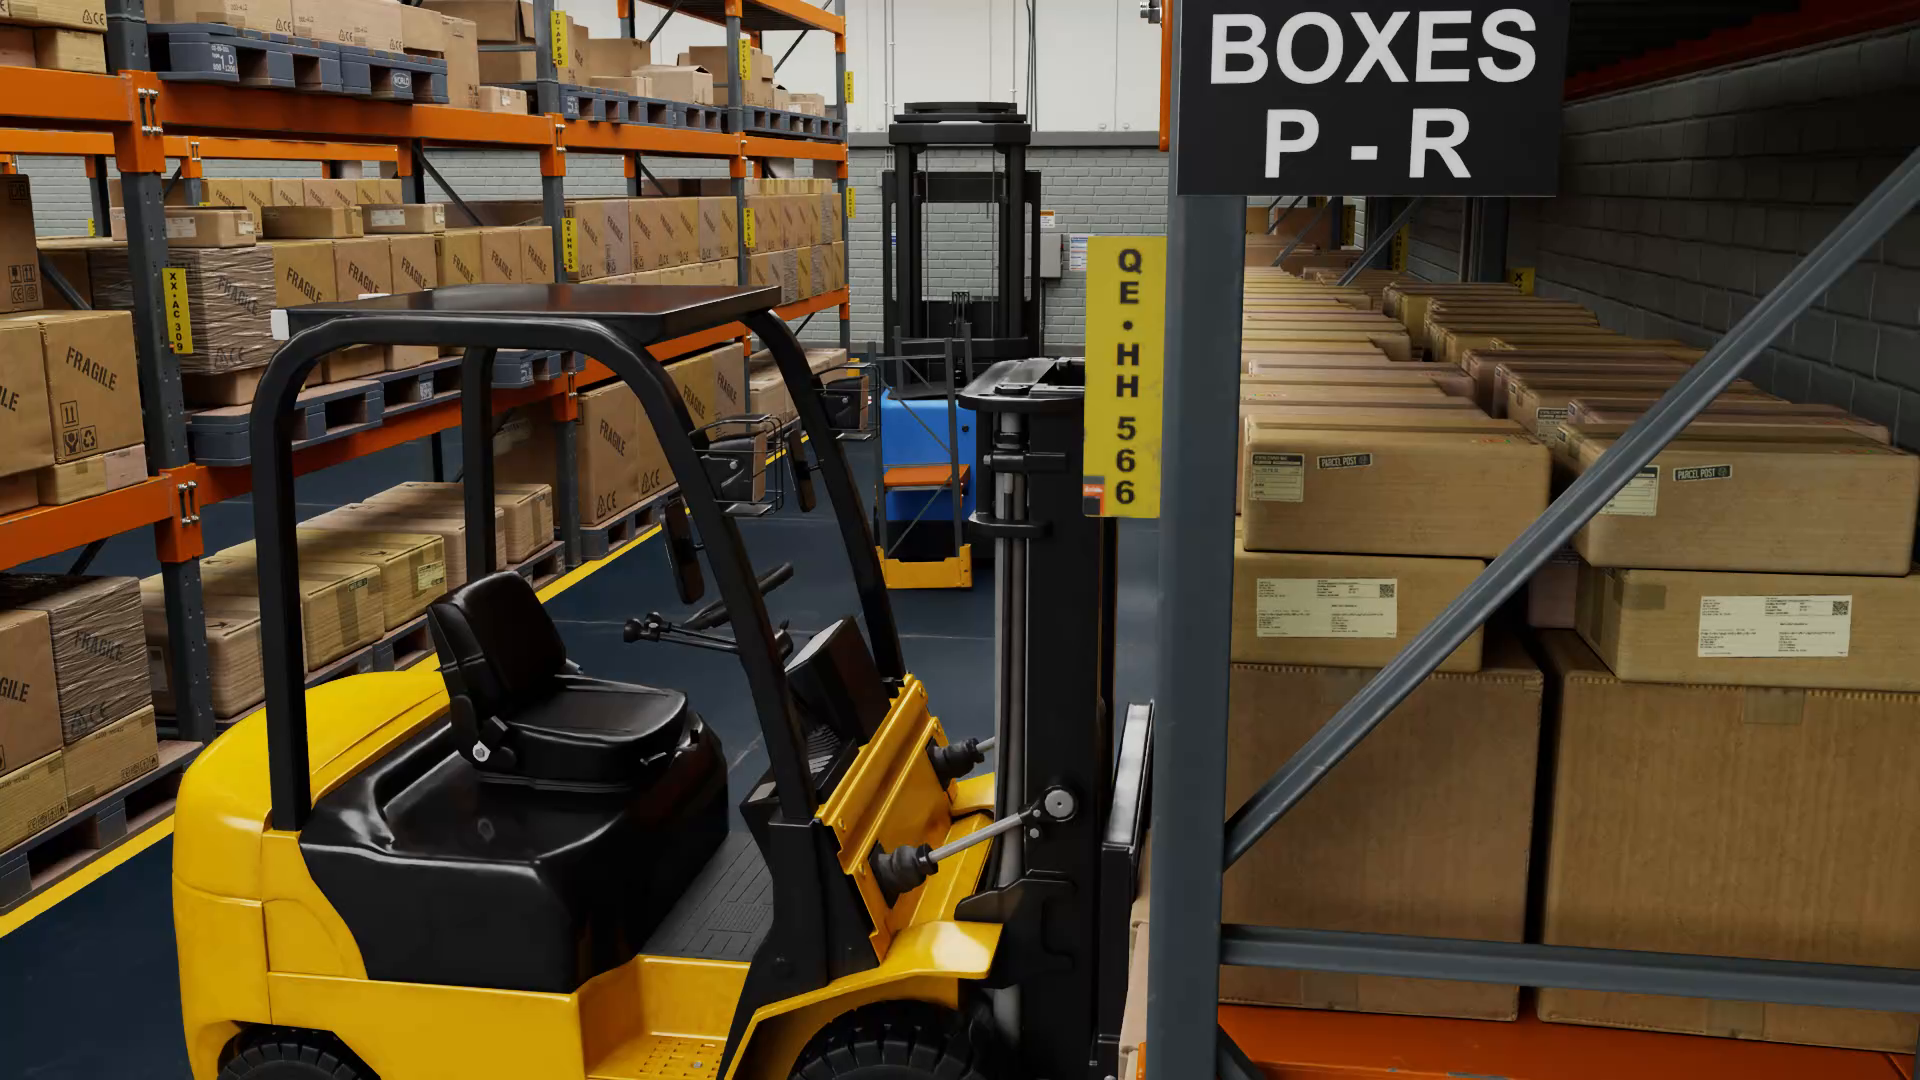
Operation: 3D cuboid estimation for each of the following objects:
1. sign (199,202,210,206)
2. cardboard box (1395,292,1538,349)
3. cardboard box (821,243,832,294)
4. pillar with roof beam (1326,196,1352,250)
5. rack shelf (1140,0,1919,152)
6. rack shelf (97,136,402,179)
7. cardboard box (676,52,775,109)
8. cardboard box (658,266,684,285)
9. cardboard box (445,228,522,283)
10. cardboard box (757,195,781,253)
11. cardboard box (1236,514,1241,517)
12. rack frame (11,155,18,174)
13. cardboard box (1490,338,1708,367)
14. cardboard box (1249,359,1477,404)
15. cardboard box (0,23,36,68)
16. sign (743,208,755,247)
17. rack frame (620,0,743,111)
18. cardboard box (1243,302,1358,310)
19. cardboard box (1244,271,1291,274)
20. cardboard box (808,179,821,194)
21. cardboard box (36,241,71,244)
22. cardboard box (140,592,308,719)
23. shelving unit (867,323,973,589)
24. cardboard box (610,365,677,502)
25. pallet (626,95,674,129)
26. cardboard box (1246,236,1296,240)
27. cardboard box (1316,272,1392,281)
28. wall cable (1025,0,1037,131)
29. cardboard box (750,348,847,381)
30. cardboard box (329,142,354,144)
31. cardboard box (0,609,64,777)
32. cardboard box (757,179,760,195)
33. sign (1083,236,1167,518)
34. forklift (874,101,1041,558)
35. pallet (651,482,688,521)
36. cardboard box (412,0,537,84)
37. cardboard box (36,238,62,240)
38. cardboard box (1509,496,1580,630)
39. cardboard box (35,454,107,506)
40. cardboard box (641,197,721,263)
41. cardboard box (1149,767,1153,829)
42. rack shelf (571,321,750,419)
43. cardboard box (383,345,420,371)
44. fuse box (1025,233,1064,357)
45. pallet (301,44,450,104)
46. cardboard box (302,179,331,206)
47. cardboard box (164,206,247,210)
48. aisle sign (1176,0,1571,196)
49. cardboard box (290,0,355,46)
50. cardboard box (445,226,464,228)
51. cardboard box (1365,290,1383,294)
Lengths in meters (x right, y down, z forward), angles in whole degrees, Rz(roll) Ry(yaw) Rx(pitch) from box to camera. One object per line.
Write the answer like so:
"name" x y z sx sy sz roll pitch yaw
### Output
"sign" -6.689 -2.830 14.757 0.100 0.325 0.005 2 12 9
"cardboard box" 1.486 -0.645 4.884 0.380 0.149 0.250 2 12 8
"cardboard box" -1.620 -2.811 17.177 0.500 0.500 0.500 2 12 7
"pillar with roof beam" 0.241 -6.419 19.917 9.100 9.000 0.400 2 12 9
"rack shelf" 1.036 -1.015 3.670 1.077 0.370 4.000 2 12 9
"rack shelf" -6.930 -3.812 16.651 1.077 0.370 4.000 2 12 9
"cardboard box" -2.155 -4.195 15.238 0.797 0.503 0.637 3 12 13
"cardboard box" -2.364 -1.894 12.331 0.500 0.250 0.500 2 12 10
"cardboard box" -2.810 -1.497 9.381 0.500 0.500 0.500 2 12 8
"cardboard box" -1.934 -2.876 15.107 0.500 0.500 0.500 2 12 8
"cardboard box" 0.515 0.015 2.528 0.380 0.149 0.250 2 12 10
"rack frame" -11.508 -3.296 19.666 1.000 3.000 0.127 2 12 9
"cardboard box" 1.298 -0.325 3.399 0.380 0.149 0.250 2 12 7
"cardboard box" 0.708 -0.234 2.975 0.380 0.149 0.250 2 12 9
"cardboard box" -3.434 -1.695 5.714 0.380 0.149 0.250 2 12 9
"sign" -1.793 -2.654 14.126 0.100 0.325 0.005 2 12 9
"rack frame" -2.331 -5.075 13.680 1.000 3.000 0.127 2 12 9
"cardboard box" 0.866 -0.555 4.467 0.380 0.149 0.250 2 12 8
"cardboard box" 1.565 -1.348 8.853 0.380 0.149 0.250 2 12 10
"cardboard box" -1.624 -3.587 16.867 0.380 0.149 0.250 2 12 10
"cardboard box" -7.308 -2.293 13.203 0.380 0.149 0.250 1 12 6
"cardboard box" -3.483 0.493 7.324 0.950 0.372 0.625 2 12 9
"shelving unit" -0.199 -0.555 10.443 0.587 1.500 1.083 -2 12 7
"cardboard box" -2.616 -0.803 12.144 0.875 0.875 0.875 2 12 9
"pallet" -2.730 -3.052 11.863 1.003 0.211 1.213 2 12 11
"cardboard box" 2.199 -2.035 12.581 0.700 0.500 0.500 2 12 9
"cardboard box" 2.079 -1.331 8.772 0.380 0.149 0.250 2 12 9
"wall cable" 2.370 -6.996 22.506 2.988 3.039 0.133 2 12 9
"cardboard box" -1.718 -1.787 17.749 0.875 0.438 0.875 1 12 7
"cardboard box" -6.592 -4.194 17.072 0.500 0.250 0.500 2 12 11
"cardboard box" -3.464 0.533 5.648 0.500 0.500 0.500 2 12 10
"cardboard box" -2.005 -3.162 14.897 0.380 0.149 0.250 2 12 8
"sign" 0.195 -0.186 1.927 0.100 0.325 0.005 2 12 9
"forklift" 0.018 -1.565 11.799 1.130 2.935 3.031 0 12 2
"pallet" -2.560 -0.361 12.668 1.003 0.211 1.213 2 12 9
"cardboard box" -3.037 -3.115 10.464 0.797 0.503 0.637 1 12 5
"cardboard box" -7.832 -2.476 14.050 0.380 0.149 0.250 2 12 9
"cardboard box" 1.012 0.034 2.436 0.380 0.149 0.250 2 12 9
"cardboard box" -3.341 -0.225 6.013 0.380 0.149 0.250 2 12 10
"cardboard box" -2.224 -2.471 13.226 0.500 0.500 0.500 2 12 10
"cardboard box" 0.717 0.743 4.082 0.500 0.250 0.500 2 12 8
"rack shelf" -2.638 -1.374 12.456 1.077 0.370 4.000 2 12 9
"cardboard box" -2.936 -0.934 8.308 0.380 0.149 0.250 2 12 11
"fuse box" 1.182 -3.421 23.305 0.539 1.711 0.414 2 12 9
"pallet" -3.205 -2.192 7.871 1.213 0.211 1.003 2 12 9
"cardboard box" -6.674 -3.369 16.692 0.500 0.500 0.500 1 12 7
"cardboard box" -3.601 -1.498 7.846 0.380 0.149 0.250 1 12 6
"aisle sign" 0.428 -0.751 1.685 0.394 0.787 0.004 2 12 9
"cardboard box" -2.998 -2.289 7.235 0.500 0.250 0.500 2 12 8
"cardboard box" -3.244 -1.623 9.963 0.500 0.500 0.500 2 12 7
"cardboard box" 1.858 -1.012 7.294 0.380 0.149 0.250 2 12 8
